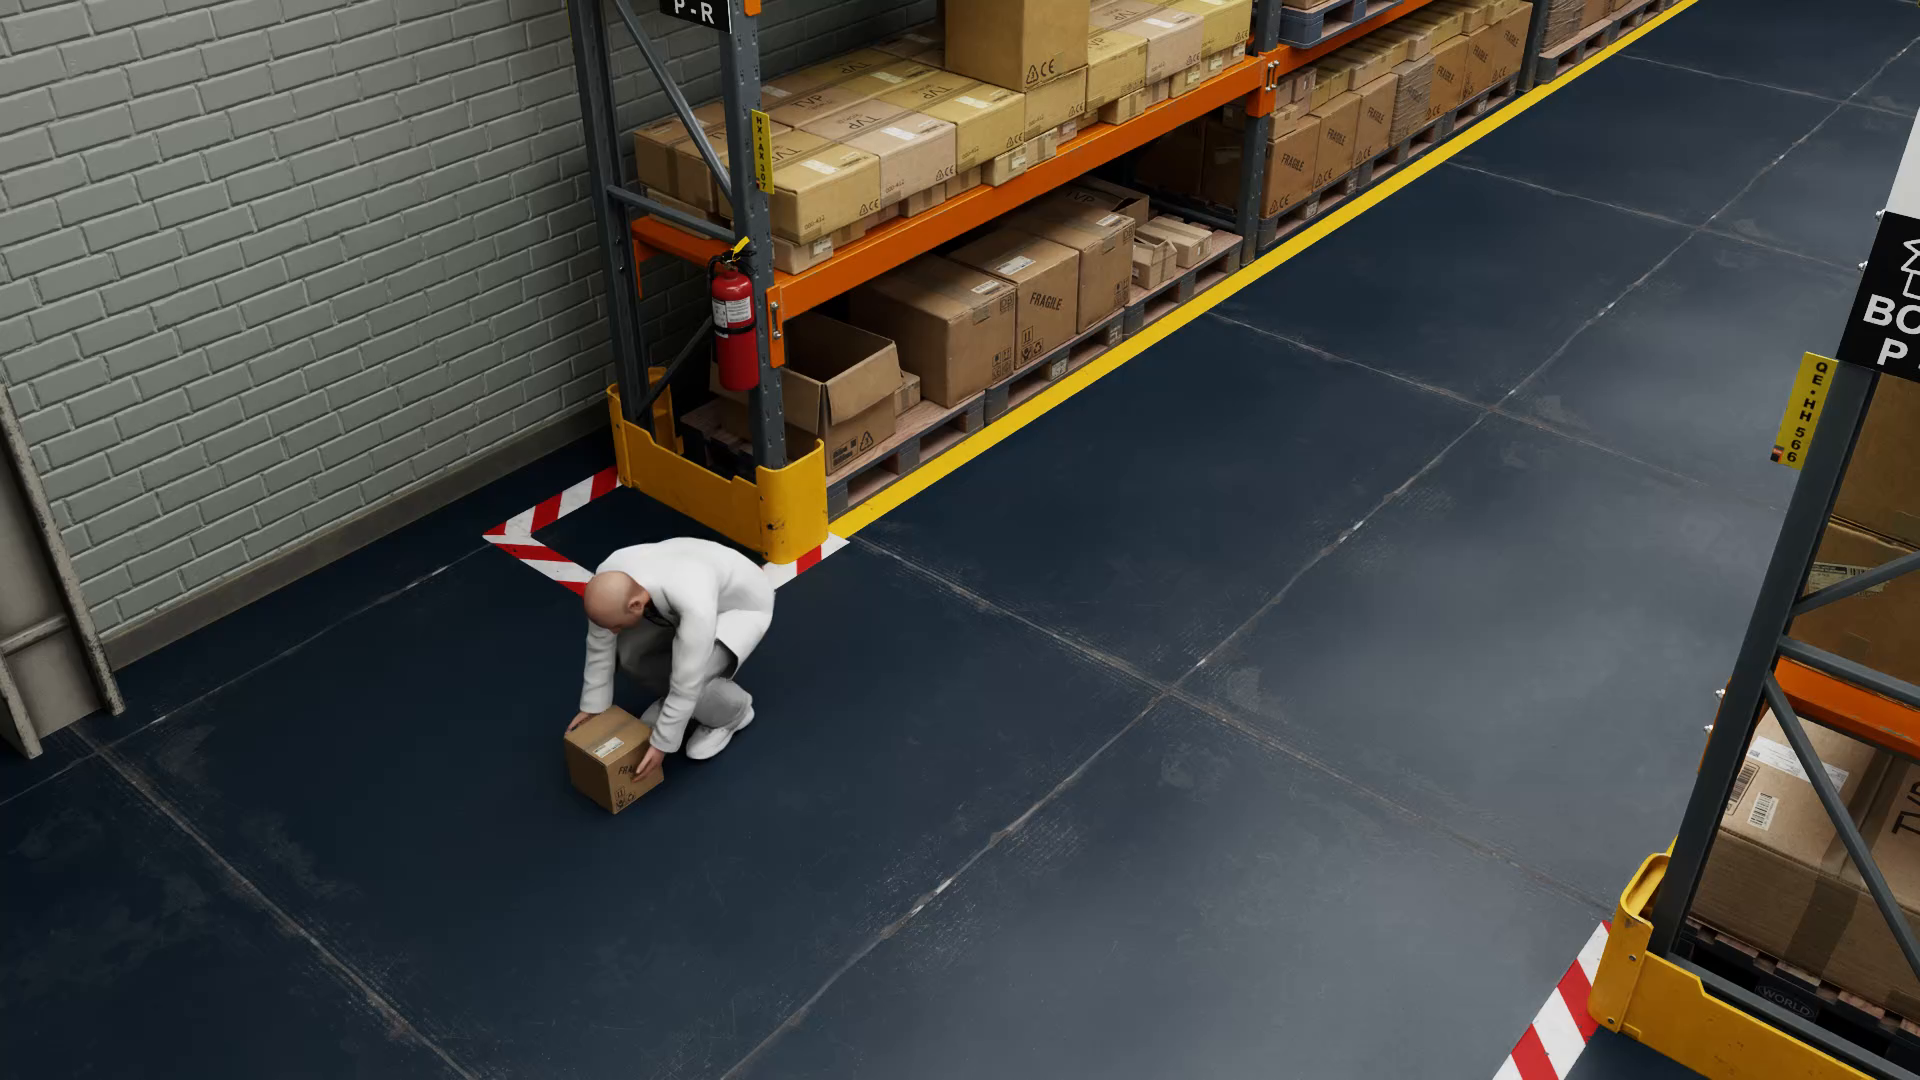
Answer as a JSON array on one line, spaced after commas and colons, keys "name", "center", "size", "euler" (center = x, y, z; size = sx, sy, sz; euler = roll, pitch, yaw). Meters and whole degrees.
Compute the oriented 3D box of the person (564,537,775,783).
[{"name": "person", "center": [-1.070, 0.374, 6.317], "size": [0.608, 0.981, 0.893], "euler": [25, 42, 32]}]
